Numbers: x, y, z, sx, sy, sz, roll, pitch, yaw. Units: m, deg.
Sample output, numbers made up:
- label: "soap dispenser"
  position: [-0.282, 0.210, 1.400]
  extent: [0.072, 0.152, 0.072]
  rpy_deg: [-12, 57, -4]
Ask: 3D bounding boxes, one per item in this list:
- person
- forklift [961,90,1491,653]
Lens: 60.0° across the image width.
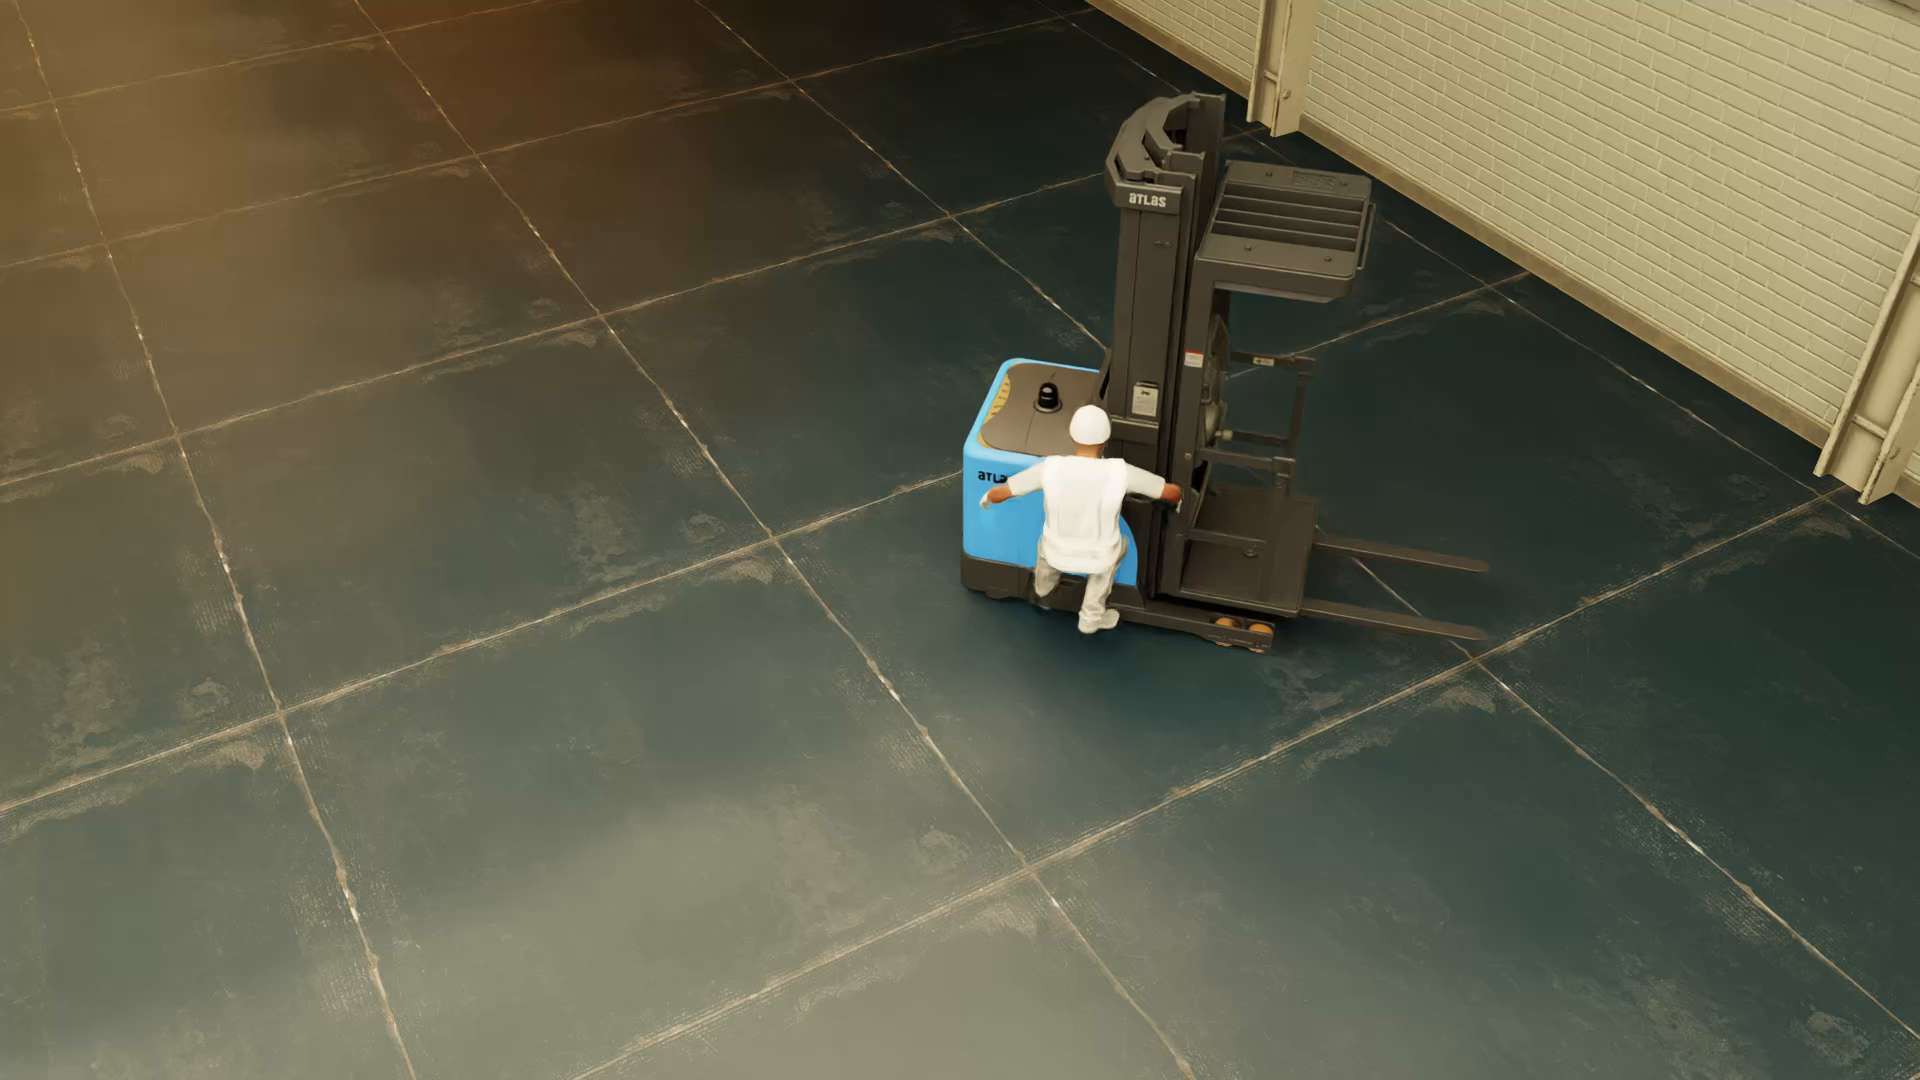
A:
- label: "person"
  position: [0.669, -0.141, 9.205]
  extent: [1.082, 1.666, 0.807]
  rpy_deg: [7, 40, 8]
- label: "forklift"
  position: [1.579, -0.861, 9.074]
  extent: [3.031, 2.935, 1.130]
  rpy_deg: [10, 41, 12]
